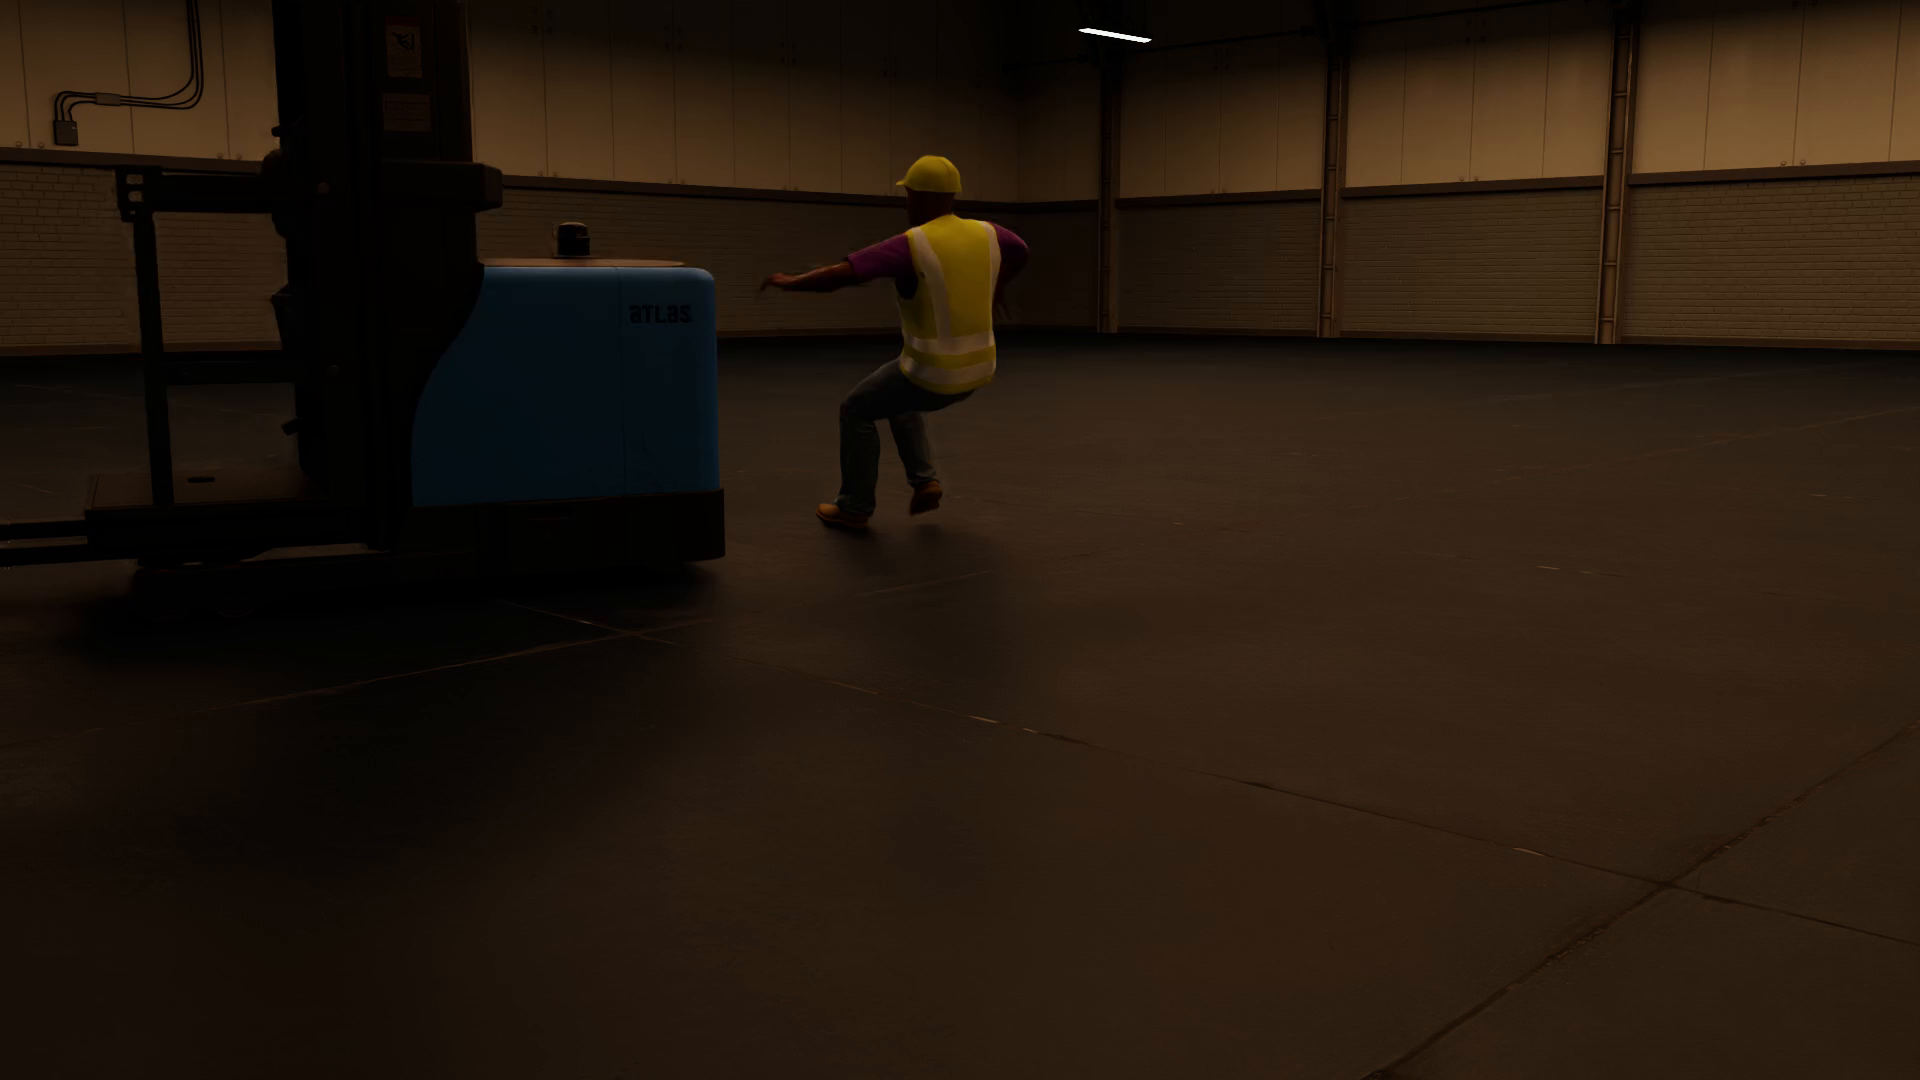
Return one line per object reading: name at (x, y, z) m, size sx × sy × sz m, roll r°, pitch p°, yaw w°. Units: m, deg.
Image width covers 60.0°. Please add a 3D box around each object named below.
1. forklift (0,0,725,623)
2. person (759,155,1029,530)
forklift at (-2.385, -1.286, 5.413) m, size 3.031 × 2.935 × 1.130 m, roll -4°, pitch 10°, yaw -26°
person at (-0.231, -0.797, 6.909) m, size 0.872 × 1.533 × 1.125 m, roll 7°, pitch 11°, yaw 38°
